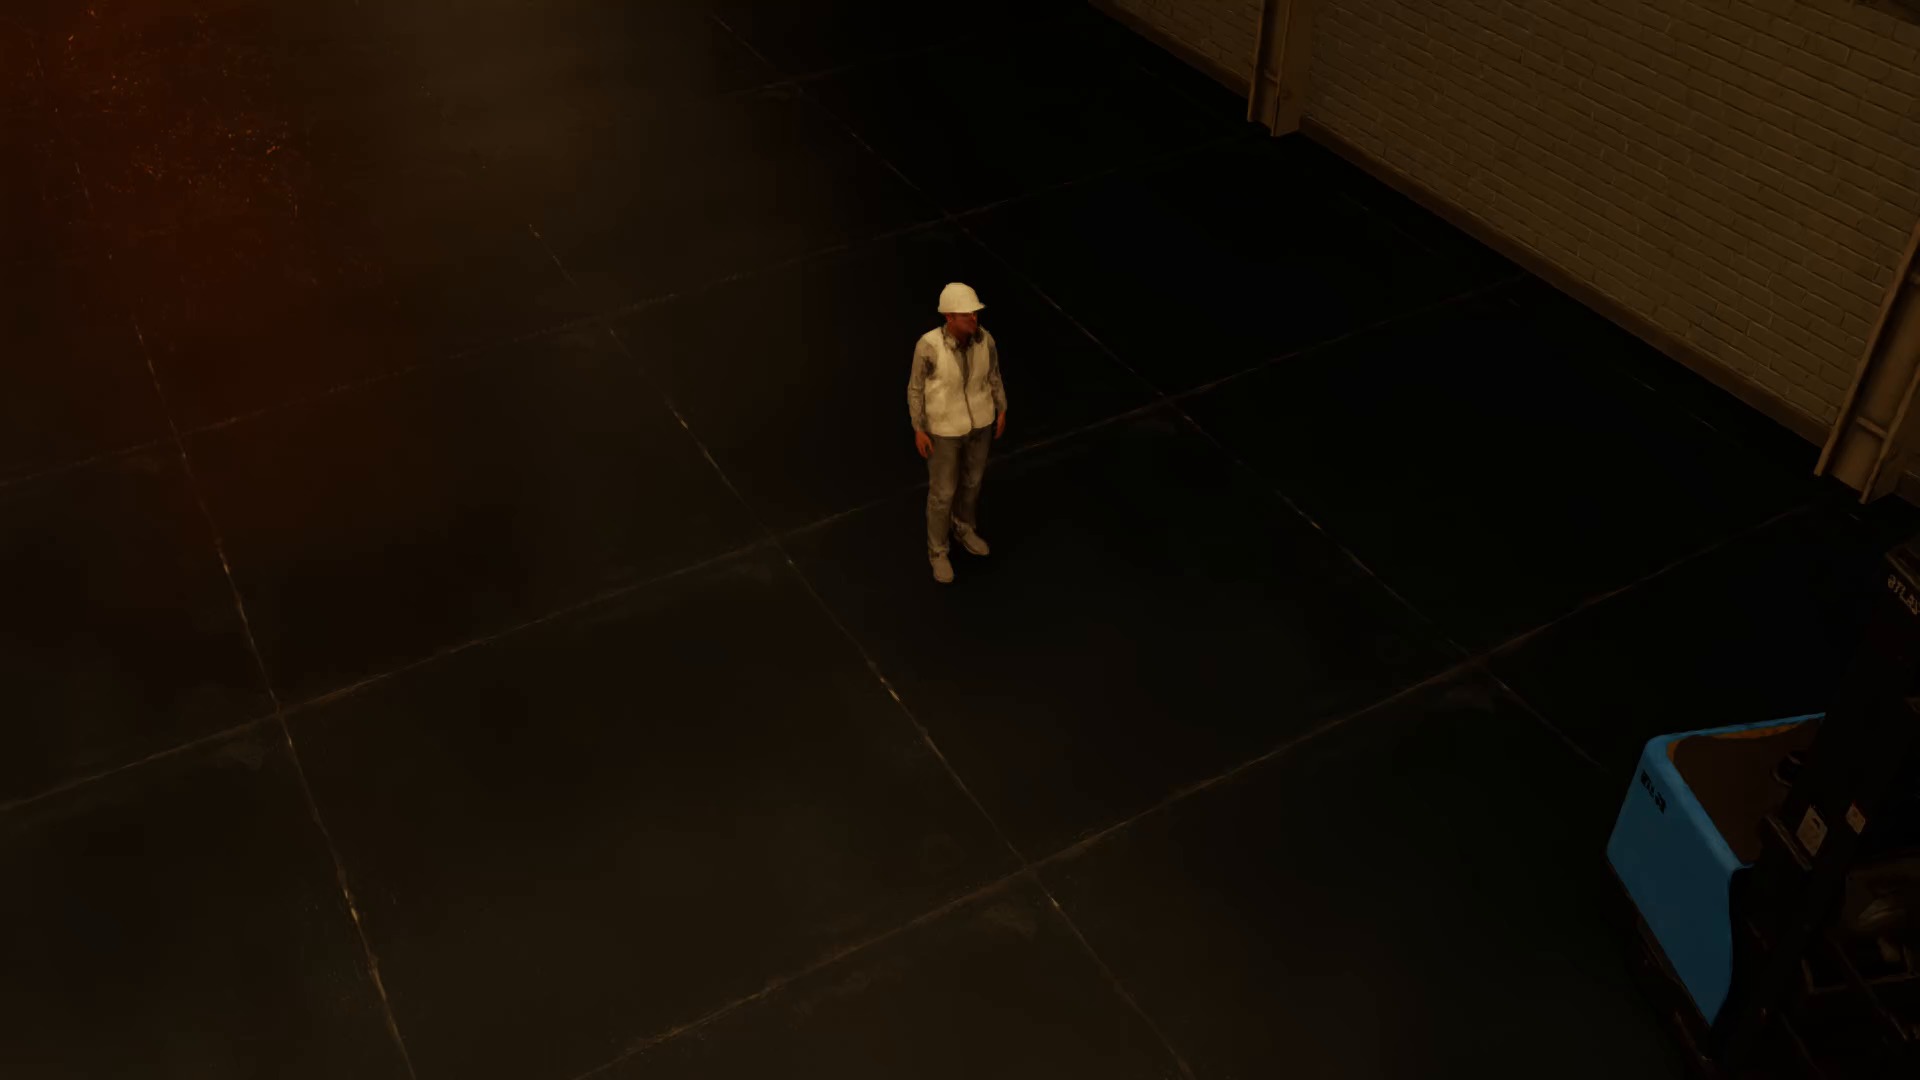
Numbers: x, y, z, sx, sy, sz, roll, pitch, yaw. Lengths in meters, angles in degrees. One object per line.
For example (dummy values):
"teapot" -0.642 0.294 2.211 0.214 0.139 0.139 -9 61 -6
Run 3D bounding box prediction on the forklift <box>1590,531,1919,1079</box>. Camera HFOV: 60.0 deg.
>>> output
"forklift" 3.866 1.467 6.268 1.130 2.935 3.031 -7 40 -8

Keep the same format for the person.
"person" 0.024 -0.651 9.716 0.632 1.773 0.567 -20 44 -23
